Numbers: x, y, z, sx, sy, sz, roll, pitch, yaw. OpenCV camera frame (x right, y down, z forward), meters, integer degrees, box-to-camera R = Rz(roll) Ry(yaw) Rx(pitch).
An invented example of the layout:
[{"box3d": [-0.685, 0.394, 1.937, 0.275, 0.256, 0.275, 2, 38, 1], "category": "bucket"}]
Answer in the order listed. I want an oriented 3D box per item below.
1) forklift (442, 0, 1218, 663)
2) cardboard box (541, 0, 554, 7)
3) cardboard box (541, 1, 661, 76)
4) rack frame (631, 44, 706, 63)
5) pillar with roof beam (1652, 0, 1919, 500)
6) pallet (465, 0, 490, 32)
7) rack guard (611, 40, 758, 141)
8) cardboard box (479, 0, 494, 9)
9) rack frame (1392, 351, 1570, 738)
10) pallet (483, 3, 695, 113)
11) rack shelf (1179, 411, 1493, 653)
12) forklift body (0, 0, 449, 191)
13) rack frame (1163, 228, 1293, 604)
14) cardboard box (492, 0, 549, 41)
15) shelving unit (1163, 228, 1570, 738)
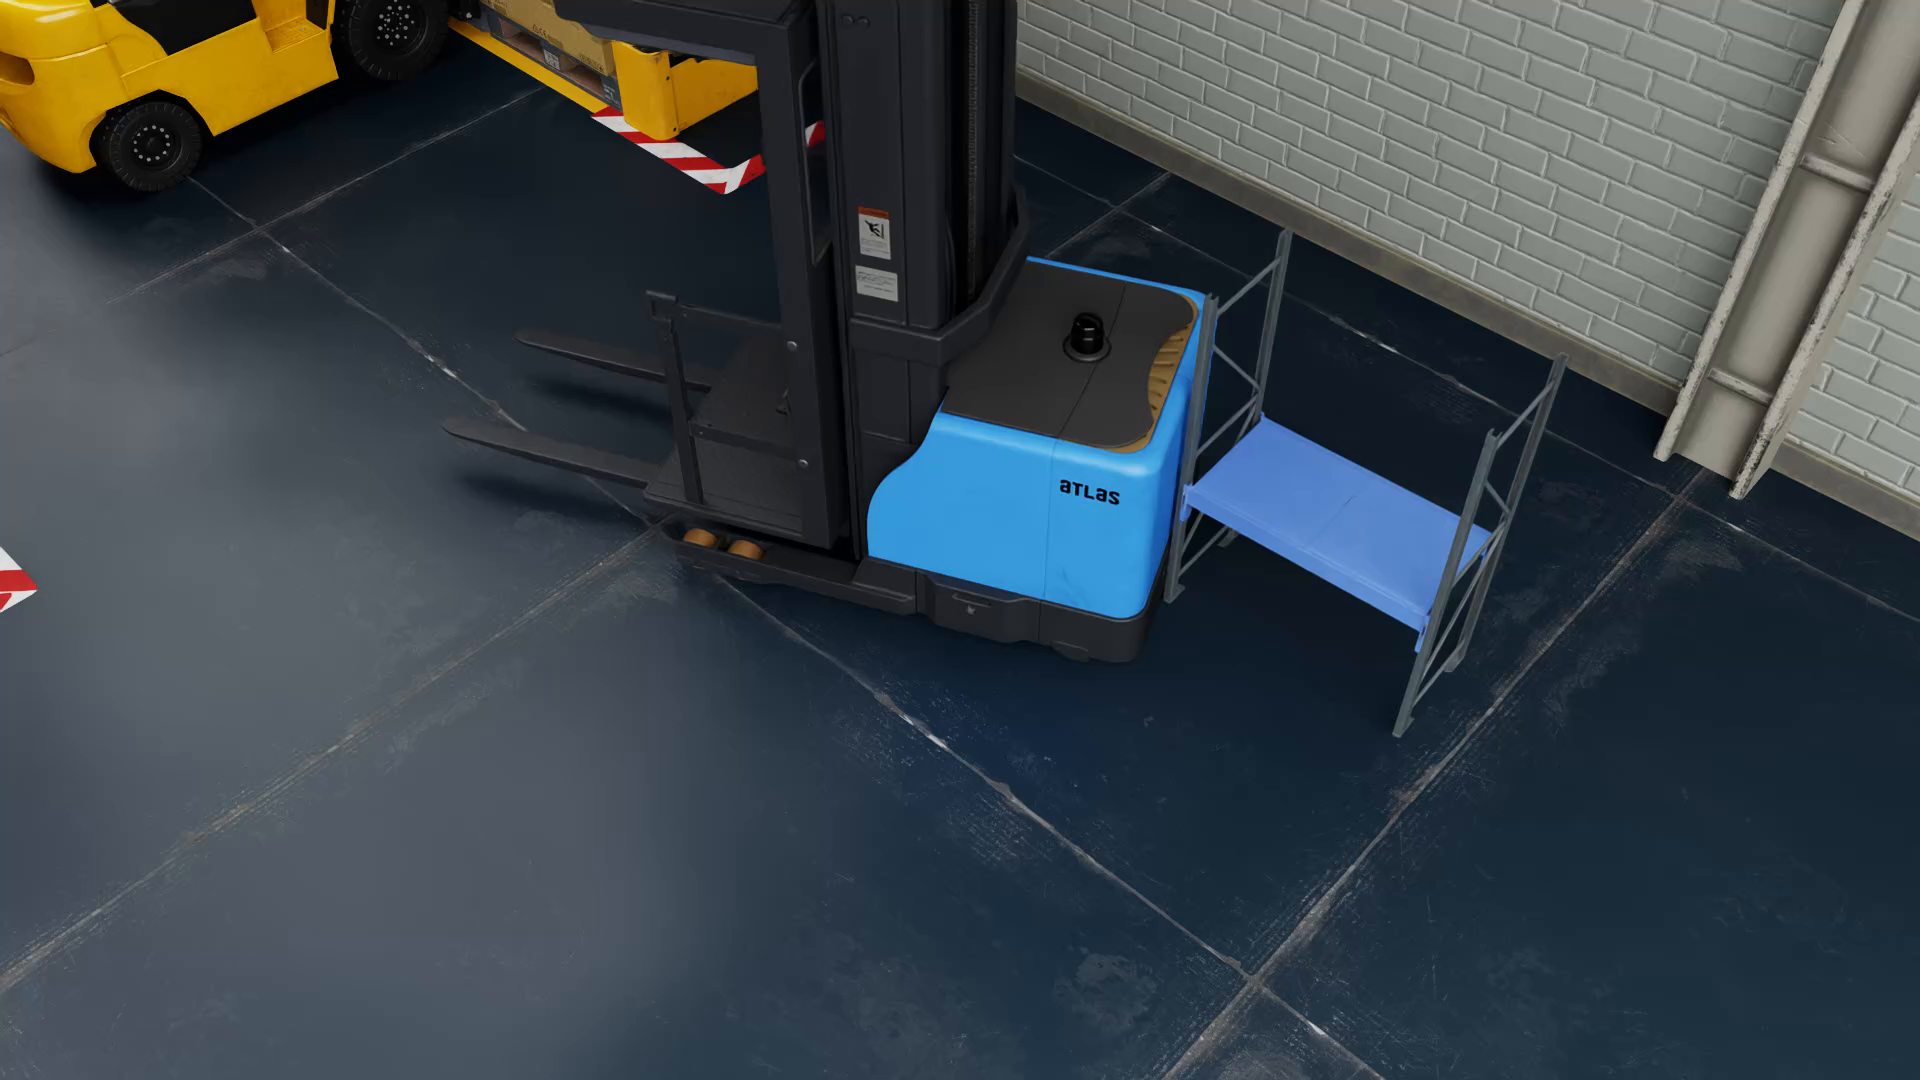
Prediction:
[{"box3d": [-0.609, -1.191, 5.858, 3.031, 2.935, 1.130, 14, 48, 13], "category": "forklift"}, {"box3d": [-1.879, -2.957, 8.724, 0.500, 0.250, 0.500, 33, 55, 27], "category": "cardboard box"}, {"box3d": [-1.869, -2.775, 8.896, 0.500, 0.250, 0.500, 34, 56, 28], "category": "cardboard box"}, {"box3d": [-1.310, -3.510, 7.988, 0.127, 3.000, 1.000, 34, 55, 28], "category": "rack frame"}, {"box3d": [0.279, -1.117, 1.627, 0.400, 9.000, 9.100, 34, 55, 28], "category": "pillar with roof beam"}, {"box3d": [-2.792, -3.514, 9.905, 1.213, 0.211, 1.003, 34, 55, 28], "category": "pallet"}, {"box3d": [-1.292, -2.642, 8.888, 0.348, 0.500, 1.175, 34, 55, 28], "category": "rack guard"}, {"box3d": [-2.590, -3.279, 9.369, 0.500, 0.250, 0.500, 35, 56, 28], "category": "cardboard box"}, {"box3d": [1.751, 0.064, 5.661, 0.032, 1.500, 0.500, 31, 54, 26], "category": "rack frame"}, {"box3d": [-1.900, -2.911, 9.338, 1.213, 0.211, 1.003, 34, 55, 28], "category": "pallet"}, {"box3d": [1.360, -0.049, 6.014, 1.000, 0.185, 0.538, 31, 54, 26], "category": "rack shelf"}, {"box3d": [-3.940, -3.180, 8.260, 1.214, 2.155, 2.313, 34, 55, 28], "category": "forklift body"}, {"box3d": [0.969, -0.409, 6.105, 0.032, 1.500, 0.500, 31, 54, 26], "category": "rack frame"}, {"box3d": [-2.228, -3.026, 9.132, 0.500, 0.250, 0.500, 34, 55, 28], "category": "cardboard box"}, {"box3d": [1.360, -0.172, 5.883, 1.048, 1.500, 0.538, 31, 54, 26], "category": "shelving unit"}]
